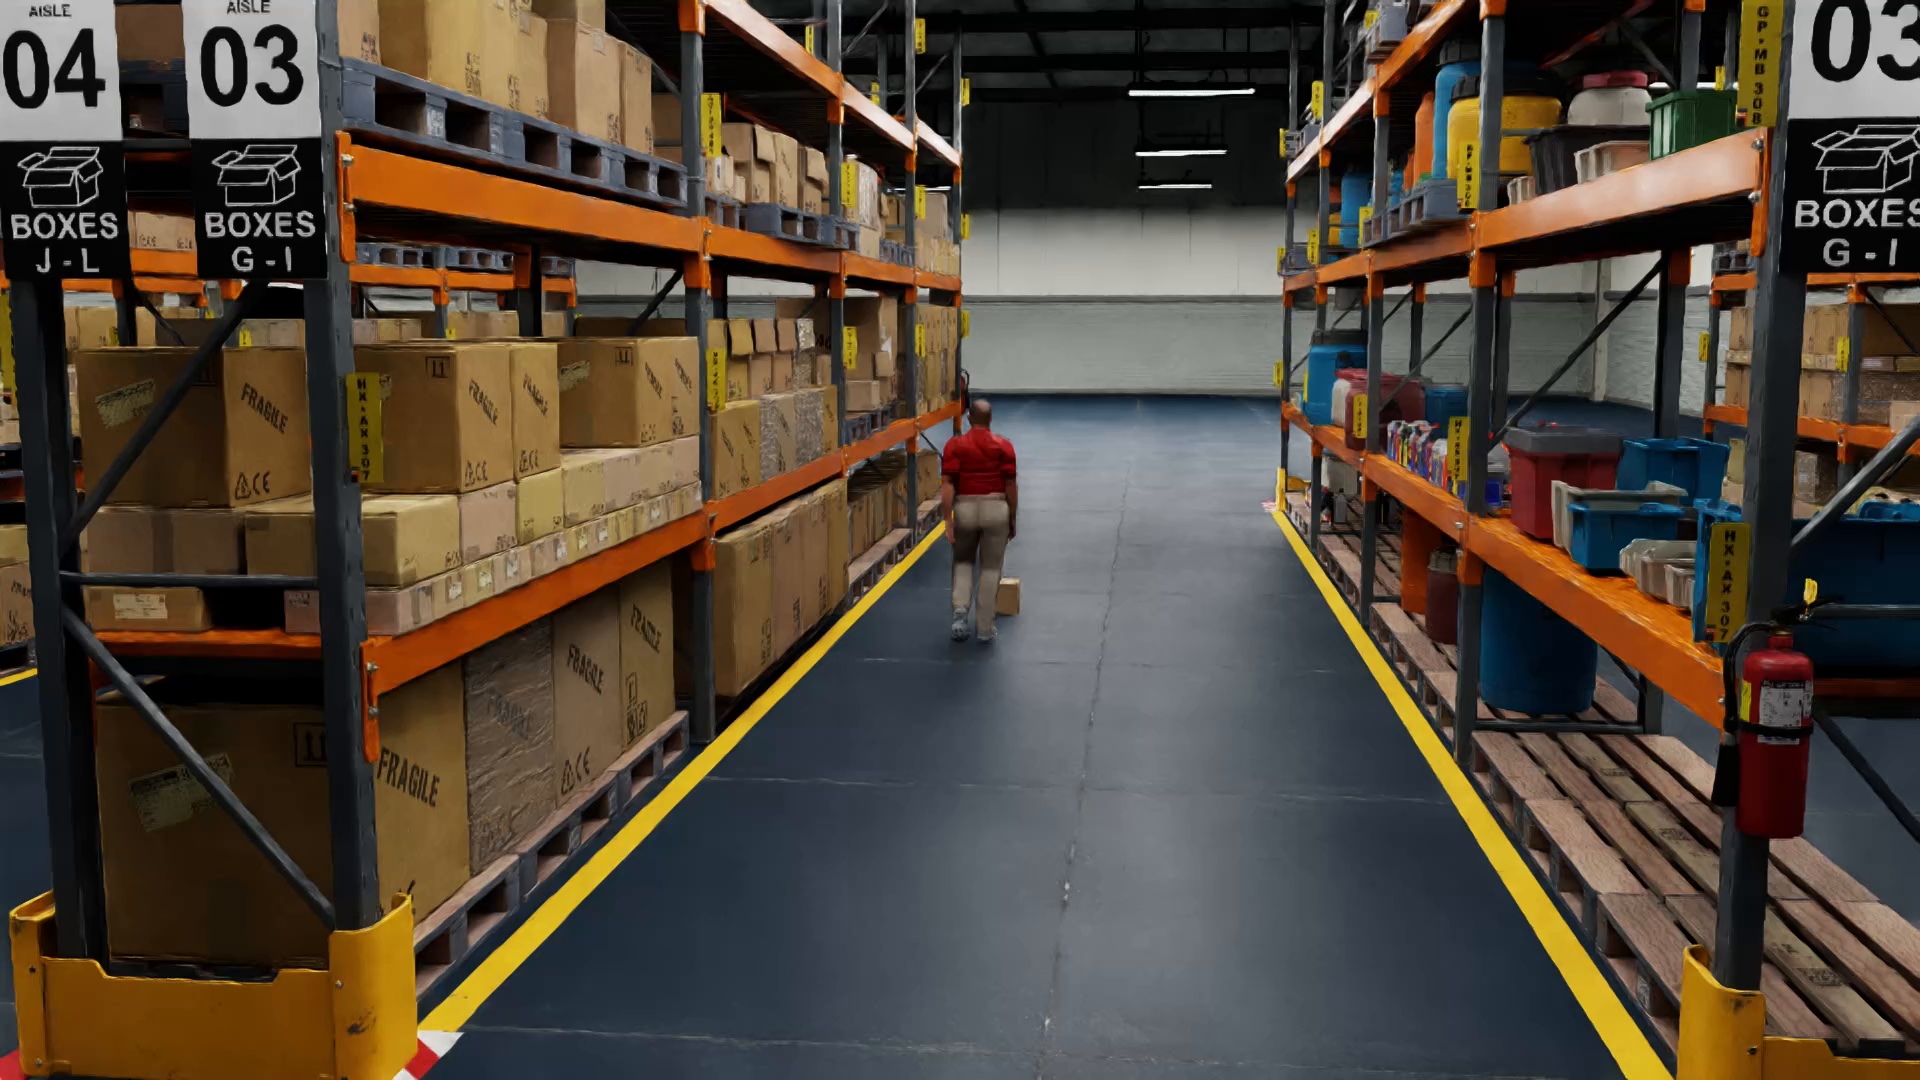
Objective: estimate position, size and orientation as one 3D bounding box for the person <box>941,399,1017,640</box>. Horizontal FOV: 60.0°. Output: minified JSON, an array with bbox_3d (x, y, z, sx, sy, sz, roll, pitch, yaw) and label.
[{"bbox_3d":[0.150,-0.141,11.884,0.531,1.743,0.444,1,8,10],"label":"person"}]
